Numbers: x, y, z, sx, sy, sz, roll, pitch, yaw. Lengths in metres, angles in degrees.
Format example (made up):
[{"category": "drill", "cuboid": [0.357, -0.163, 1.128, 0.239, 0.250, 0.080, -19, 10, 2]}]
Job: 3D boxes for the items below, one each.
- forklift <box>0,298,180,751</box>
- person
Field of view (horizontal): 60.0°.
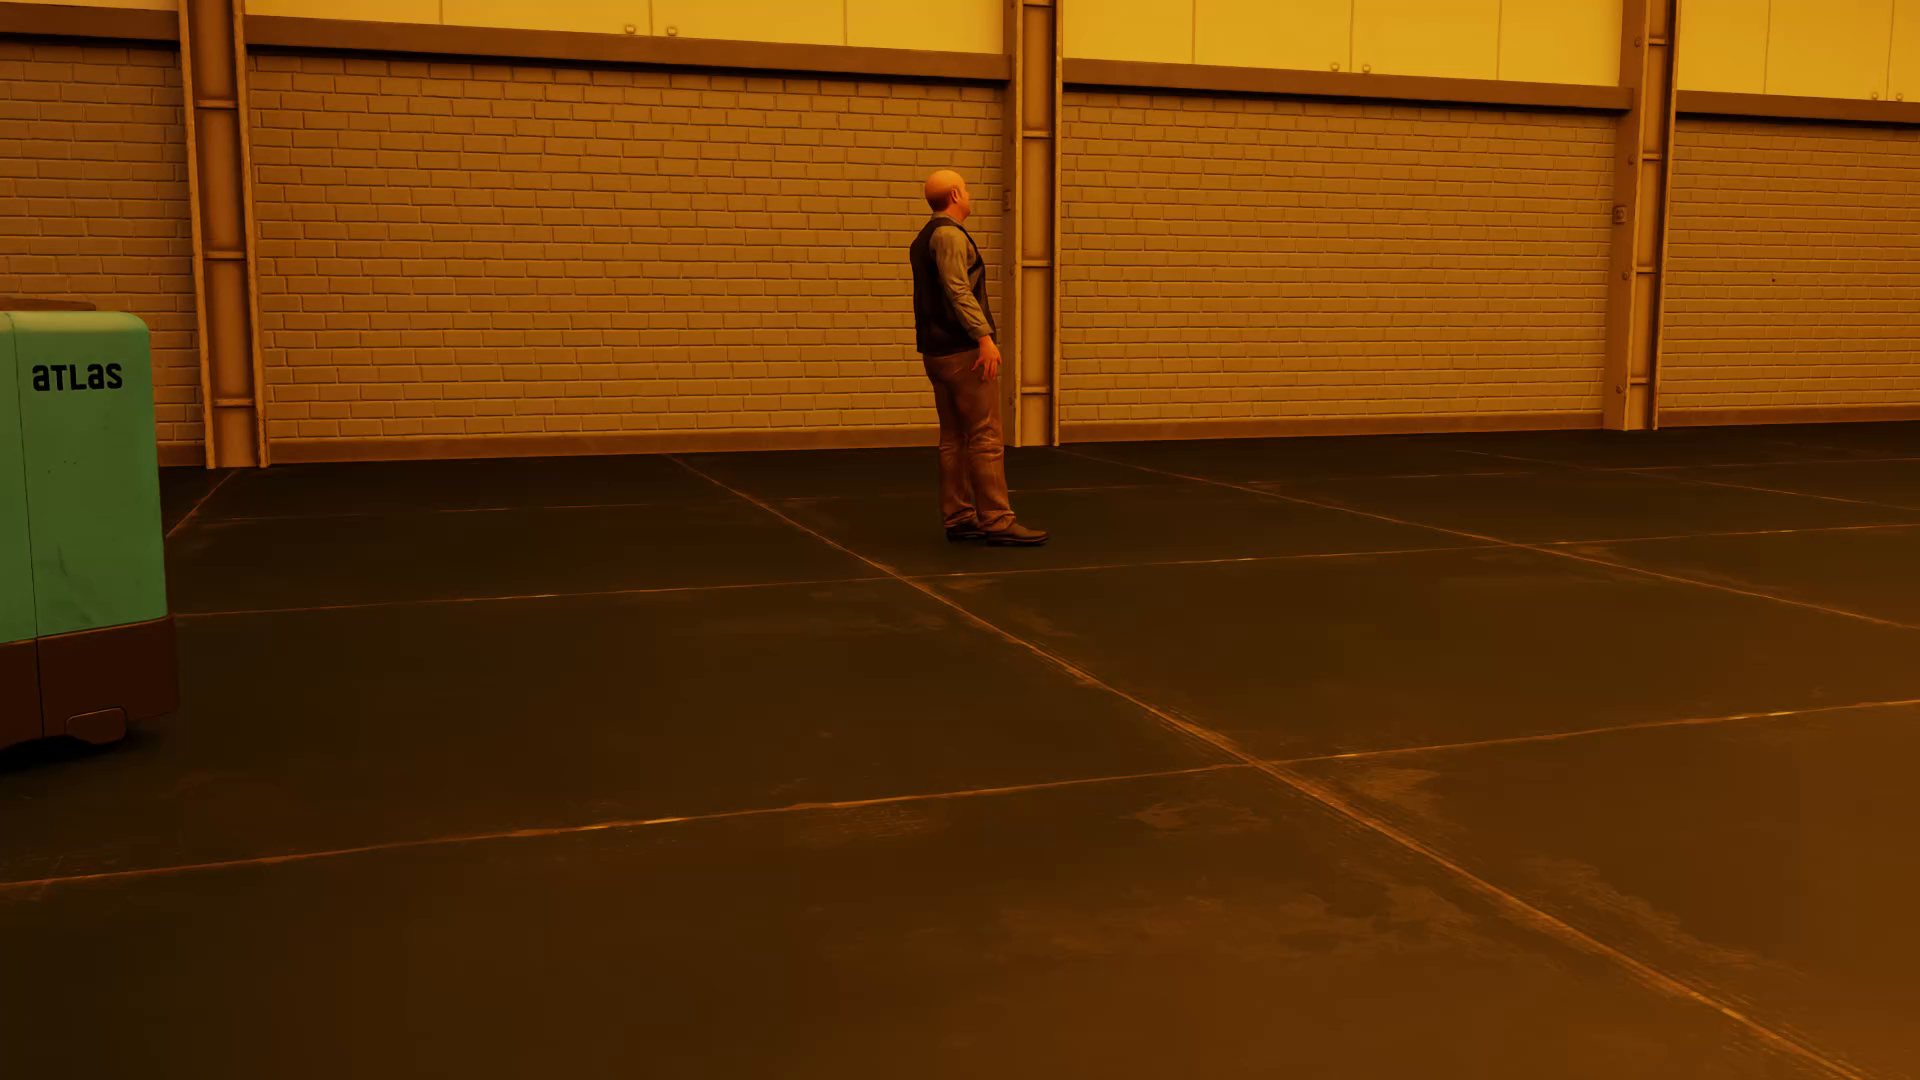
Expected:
[{"category": "forklift", "cuboid": [-3.256, -0.828, 3.135, 1.130, 2.935, 3.031, 6, 10, 35]}, {"category": "person", "cuboid": [0.061, -0.862, 7.818, 0.568, 1.720, 0.632, -3, 8, -18]}]
